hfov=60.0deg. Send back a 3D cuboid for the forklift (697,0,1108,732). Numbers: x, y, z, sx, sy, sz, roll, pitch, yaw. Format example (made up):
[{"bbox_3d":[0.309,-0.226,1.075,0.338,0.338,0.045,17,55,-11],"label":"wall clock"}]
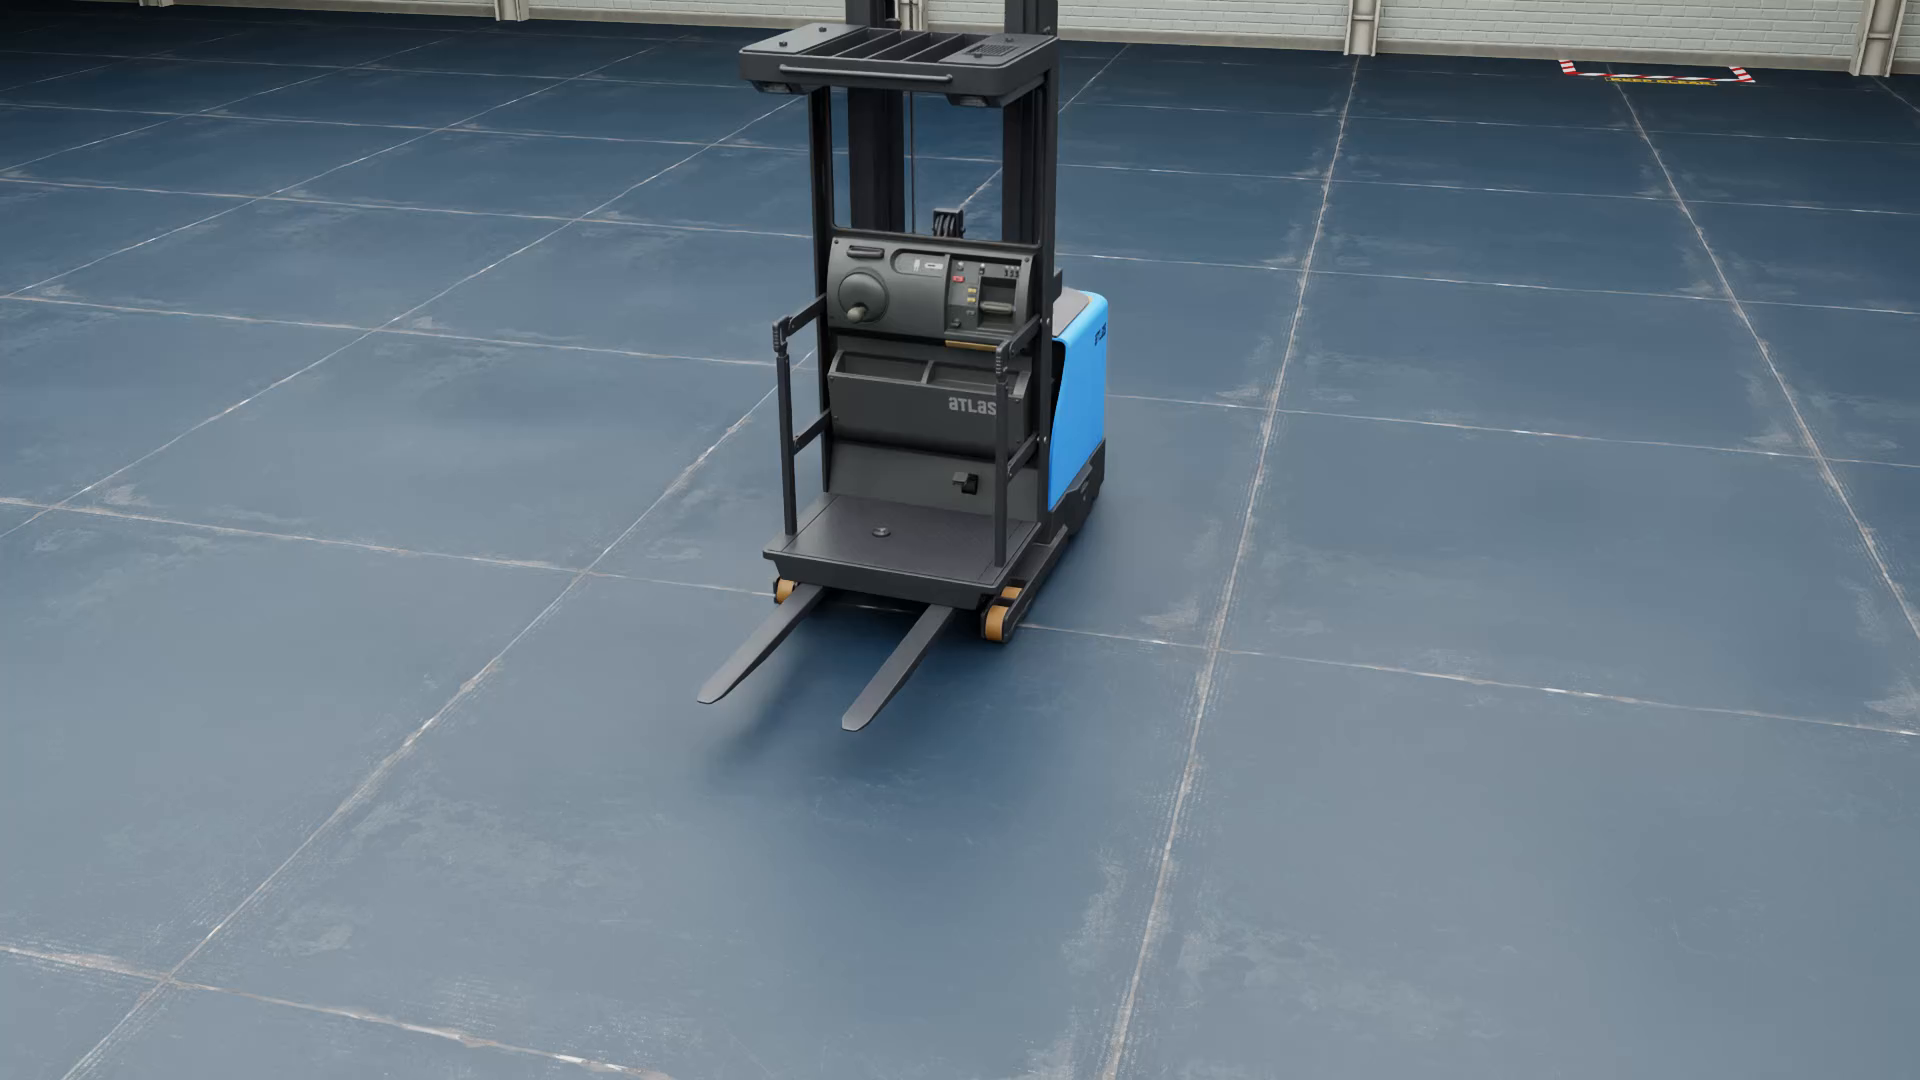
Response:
[{"bbox_3d":[-0.207,-1.068,7.084,1.130,2.935,3.031,9,27,17],"label":"forklift"}]

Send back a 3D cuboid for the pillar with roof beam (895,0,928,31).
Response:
[{"bbox_3d":[-1.735,-9.176,17.055,0.400,9.000,9.100,6,26,13],"label":"pillar with roof beam"}]

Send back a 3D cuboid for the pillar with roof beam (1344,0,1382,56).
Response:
[{"bbox_3d":[4.076,-8.534,15.706,0.400,9.000,9.100,6,26,13],"label":"pillar with roof beam"}]

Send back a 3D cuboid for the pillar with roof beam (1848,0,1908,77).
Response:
[{"bbox_3d":[9.887,-7.891,14.357,0.400,9.000,9.100,6,26,13],"label":"pillar with roof beam"}]

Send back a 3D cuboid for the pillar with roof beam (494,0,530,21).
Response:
[{"bbox_3d":[-7.546,-9.818,18.404,0.400,9.000,9.100,6,26,13],"label":"pillar with roof beam"}]

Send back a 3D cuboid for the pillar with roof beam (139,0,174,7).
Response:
[{"bbox_3d":[-13.357,-10.461,19.754,0.400,9.000,9.100,6,26,13],"label":"pillar with roof beam"}]
